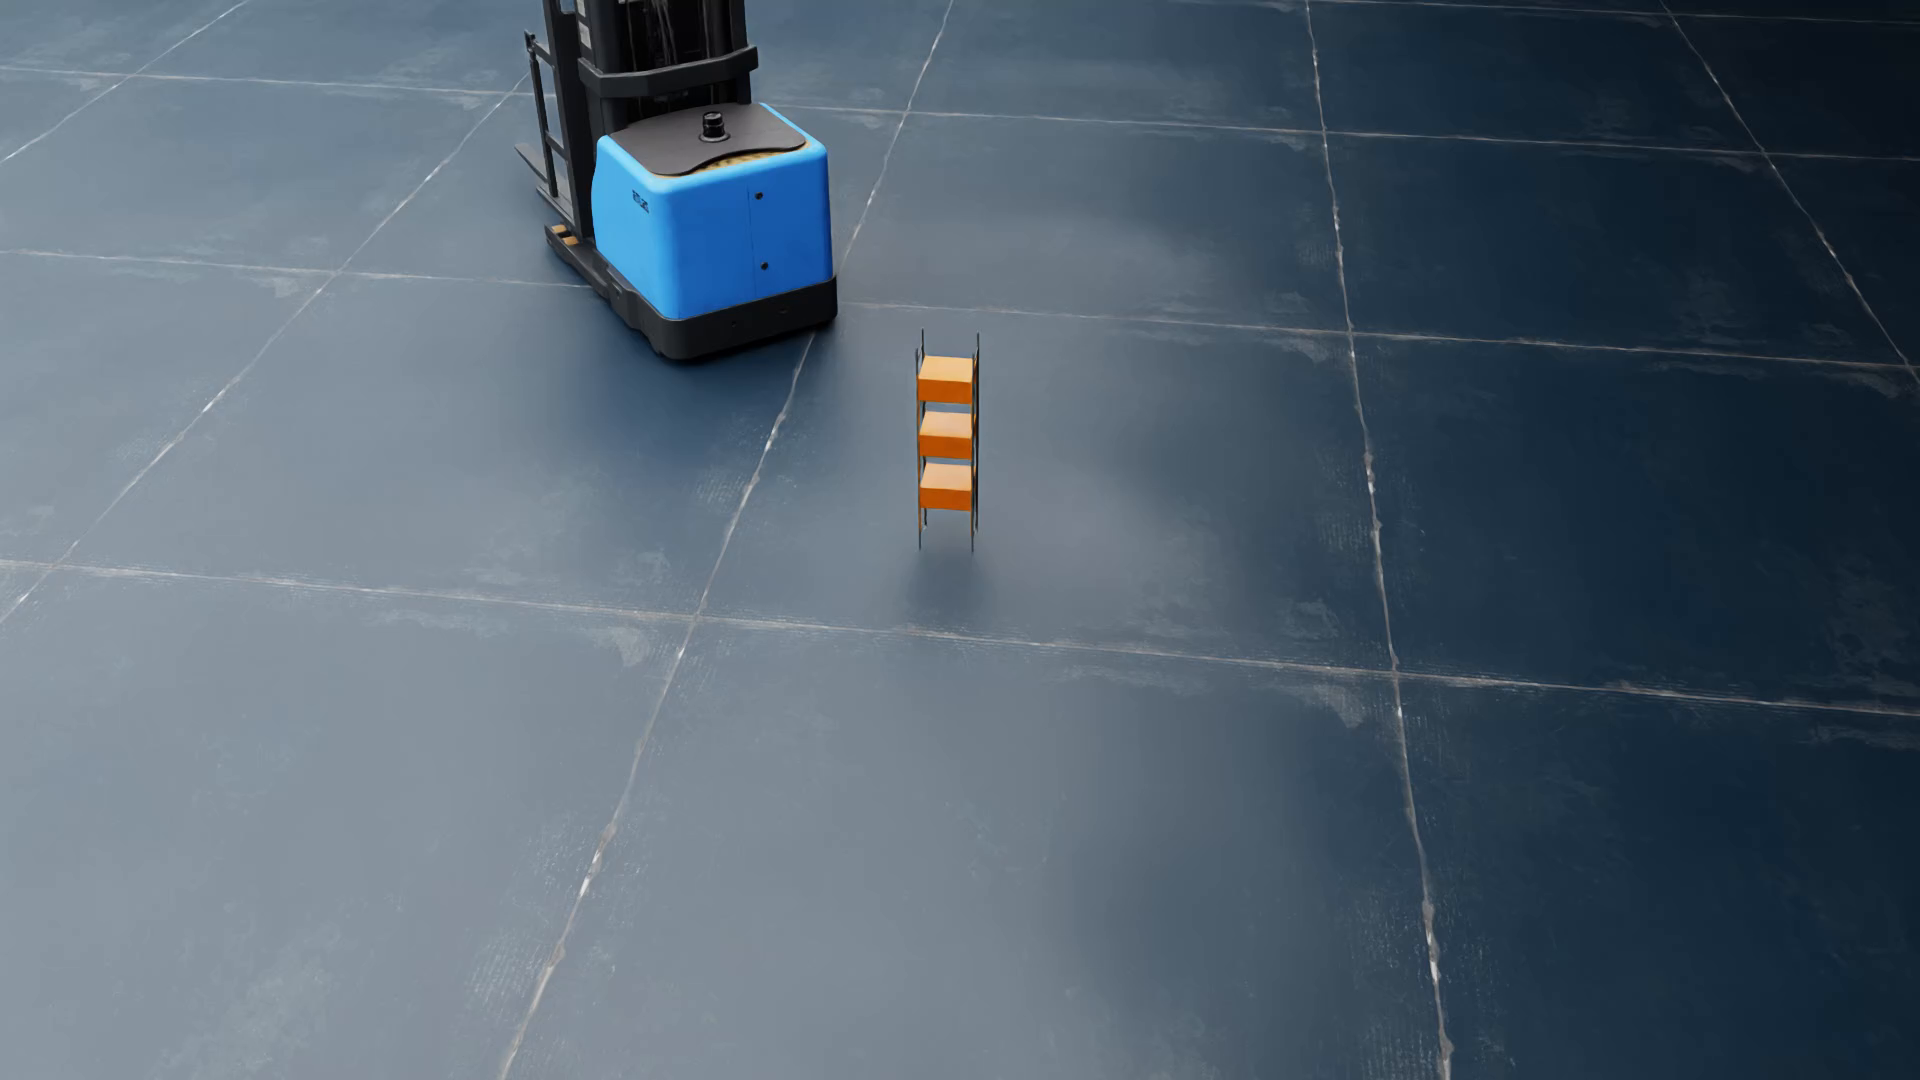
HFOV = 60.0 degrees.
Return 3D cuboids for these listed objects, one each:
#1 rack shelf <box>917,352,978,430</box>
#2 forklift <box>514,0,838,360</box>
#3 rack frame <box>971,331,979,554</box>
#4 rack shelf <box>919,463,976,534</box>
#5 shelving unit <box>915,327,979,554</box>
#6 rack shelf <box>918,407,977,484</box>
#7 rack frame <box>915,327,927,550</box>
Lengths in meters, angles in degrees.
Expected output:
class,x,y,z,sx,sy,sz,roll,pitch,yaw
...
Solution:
class,x,y,z,sx,sy,sz,roll,pitch,yaw
rack shelf,-0.053,-0.654,7.292,0.240,0.259,0.215,4,36,6
forklift,-1.888,-2.994,9.422,1.130,2.935,3.031,-19,40,-25
rack frame,0.068,-0.422,7.438,0.008,1.050,0.200,4,36,6
rack shelf,-0.053,-0.196,7.618,0.240,0.259,0.215,4,36,6
shelving unit,-0.053,-0.431,7.451,0.252,1.050,0.215,4,36,6
rack shelf,-0.053,-0.423,7.457,0.240,0.259,0.215,4,36,6
rack frame,-0.174,-0.440,7.463,0.008,1.050,0.200,4,36,6
